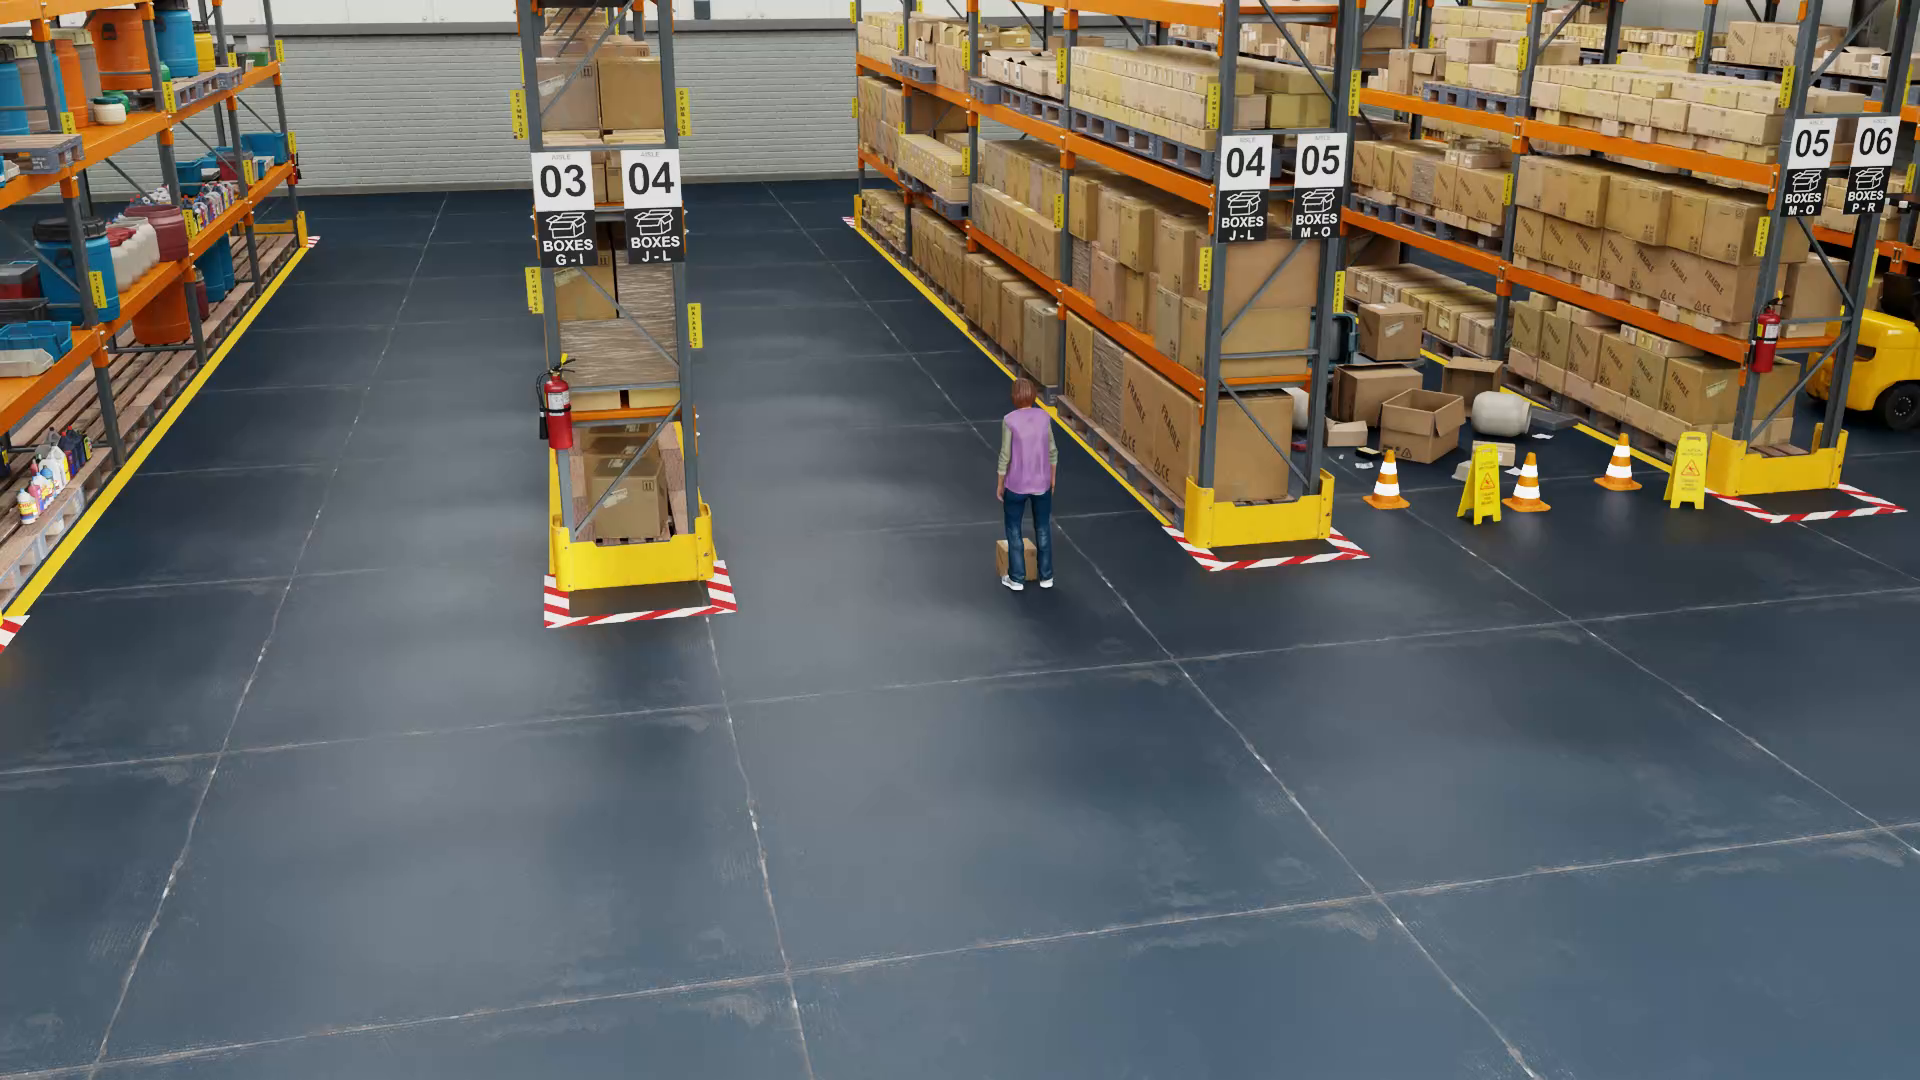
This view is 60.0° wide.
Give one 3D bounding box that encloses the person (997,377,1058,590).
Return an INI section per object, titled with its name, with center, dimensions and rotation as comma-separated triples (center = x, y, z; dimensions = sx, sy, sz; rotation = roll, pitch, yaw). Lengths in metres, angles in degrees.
[person]
center = 0.494, -0.400, 12.195
dimensions = 0.477, 1.591, 0.347
rotation = -6, 21, -16
